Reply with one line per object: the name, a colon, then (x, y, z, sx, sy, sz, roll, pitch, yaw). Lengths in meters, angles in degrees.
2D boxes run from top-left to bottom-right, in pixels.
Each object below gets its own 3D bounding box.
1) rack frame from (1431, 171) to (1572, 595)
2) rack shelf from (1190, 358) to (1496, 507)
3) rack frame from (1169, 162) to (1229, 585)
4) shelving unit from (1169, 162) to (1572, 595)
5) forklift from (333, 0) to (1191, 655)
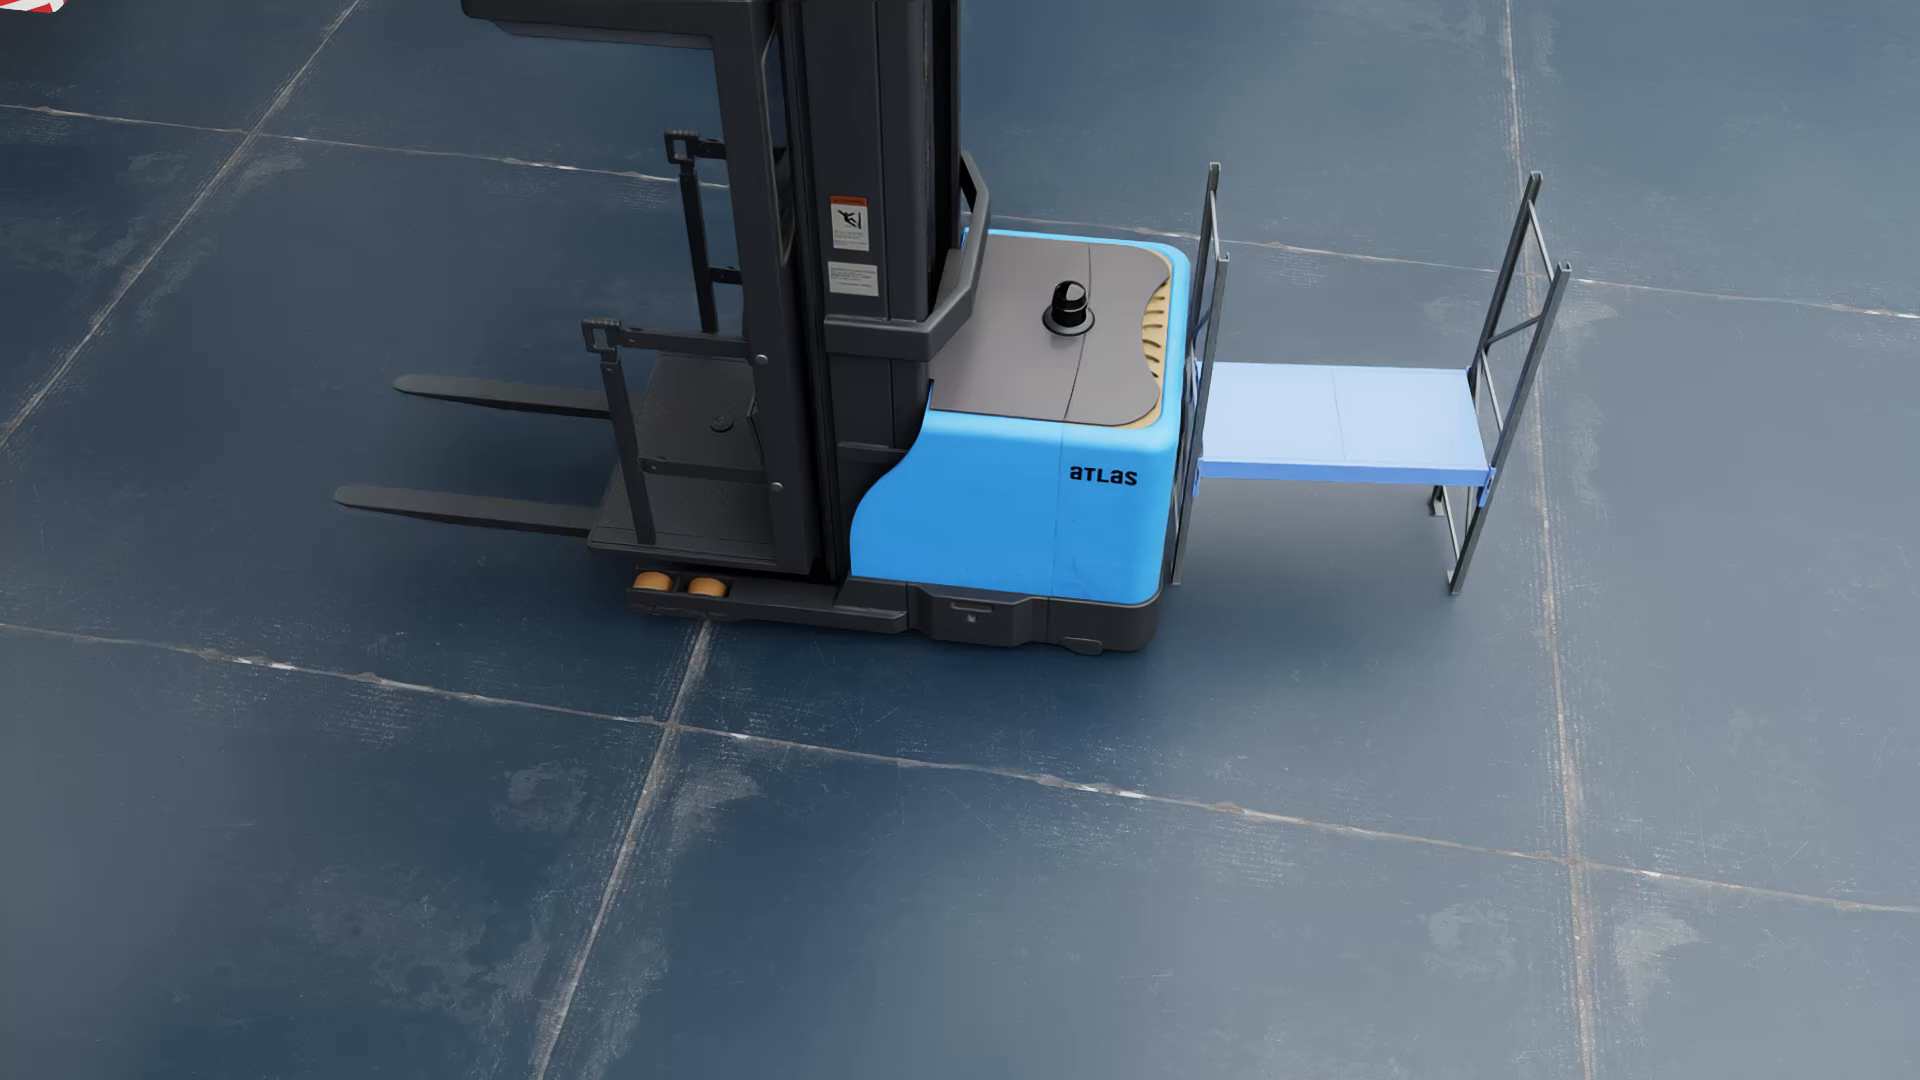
rack frame: (1.819, -0.486, 5.678, 0.032, 1.500, 0.500, 2, 48, 2)
rack shelf: (1.311, -0.383, 5.828, 1.000, 0.185, 0.538, 2, 48, 2)
rack frame: (0.804, -0.521, 5.710, 0.032, 1.500, 0.500, 2, 48, 2)
shelving unit: (1.311, -0.503, 5.694, 1.048, 1.500, 0.538, 2, 48, 2)
forklift: (-0.753, -1.072, 5.243, 3.031, 2.935, 1.130, 6, 48, 5)
